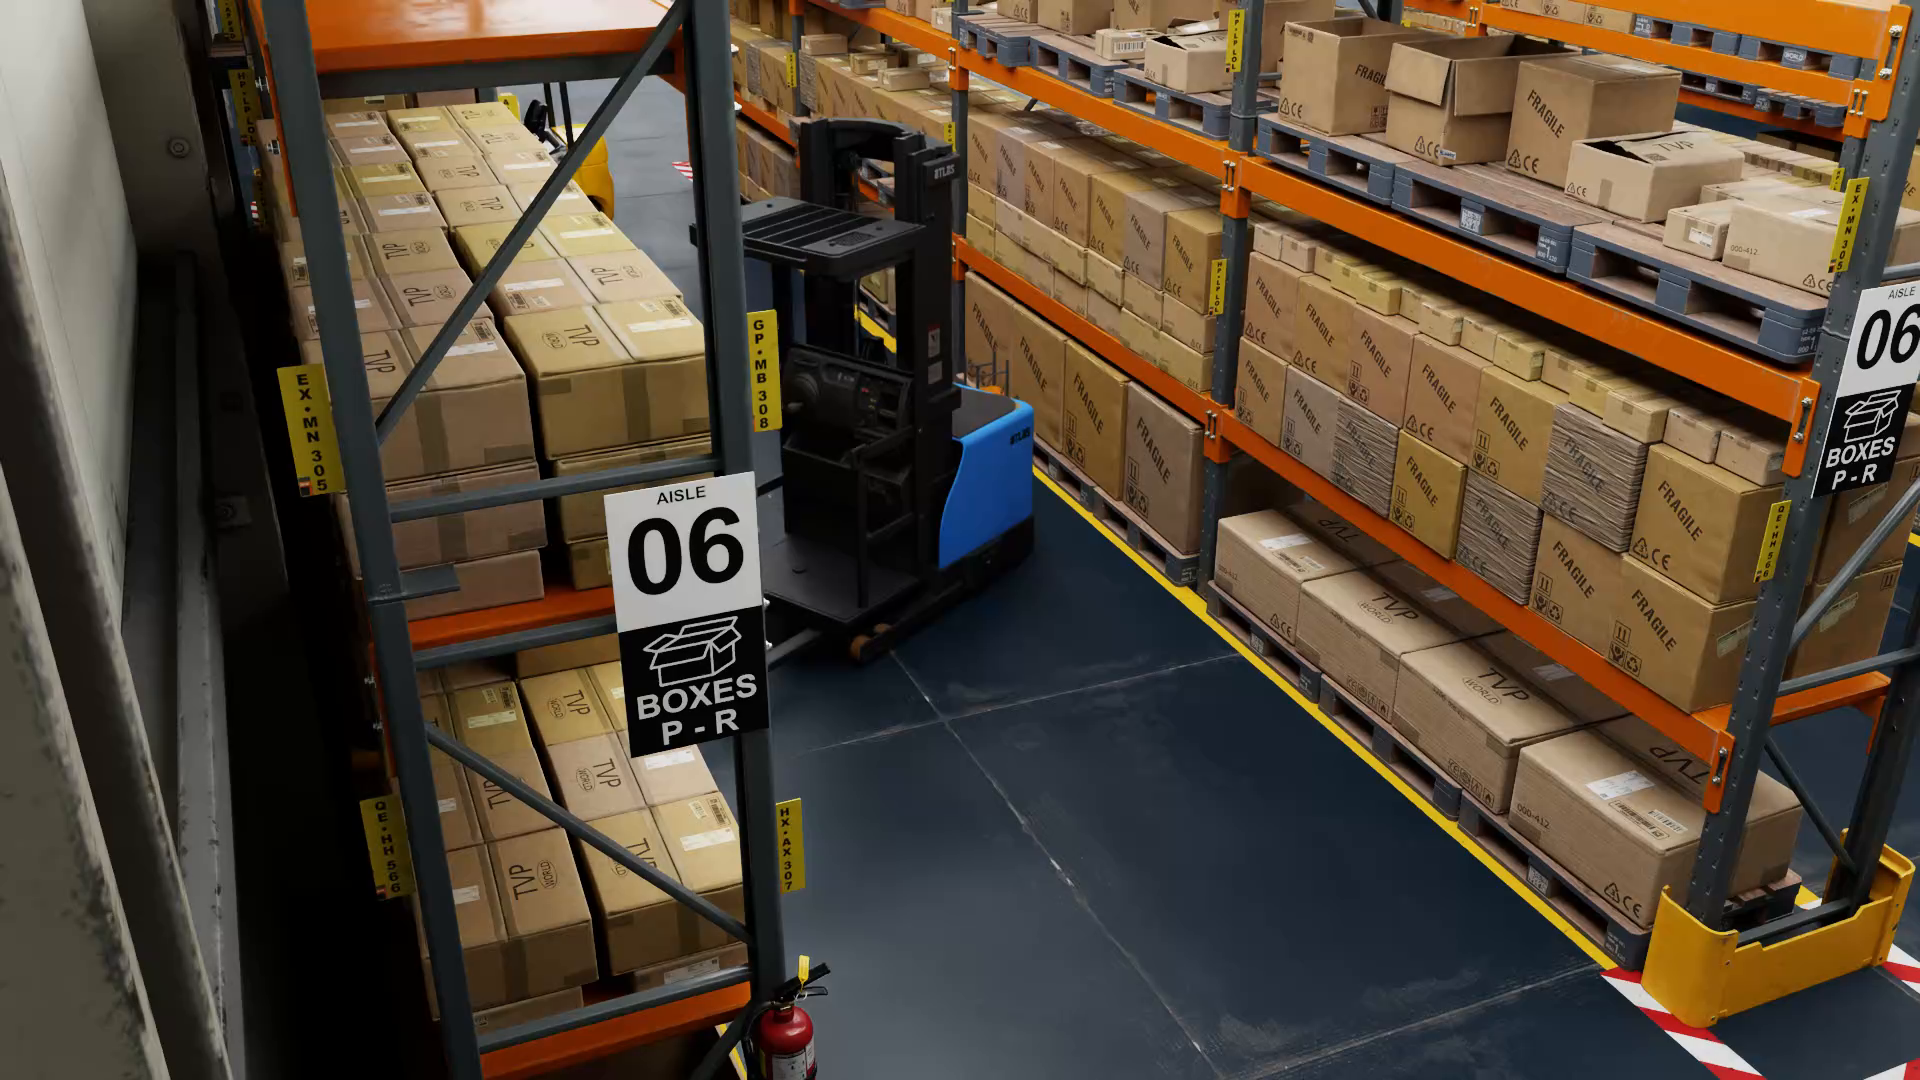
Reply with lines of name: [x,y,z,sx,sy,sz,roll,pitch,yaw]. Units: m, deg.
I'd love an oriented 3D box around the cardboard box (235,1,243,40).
cardboard box: [-4.668,-3.592,11.348,0.500,0.250,0.500,-11,28,-21]

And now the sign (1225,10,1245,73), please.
sign: [1.488,-2.694,8.981,0.100,0.325,0.005,-11,28,-21]

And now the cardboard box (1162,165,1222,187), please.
cardboard box: [1.657,-2.194,11.071,0.500,0.500,0.500,-11,28,-22]

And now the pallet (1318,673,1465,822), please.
pallet: [2.691,0.998,8.966,1.003,0.211,1.213,-11,28,-21]

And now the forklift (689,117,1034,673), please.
forklift: [-0.798,-0.833,9.614,1.130,2.935,3.031,18,31,33]

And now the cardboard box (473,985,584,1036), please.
cardboard box: [-1.392,1.425,5.199,0.380,0.149,0.250,-11,28,-21]

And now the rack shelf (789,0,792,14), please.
rack shelf: [-1.932,-6.131,17.789,1.077,0.370,4.000,-11,28,-21]

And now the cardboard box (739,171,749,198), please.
cardboard box: [-2.236,-4.068,18.819,0.500,0.250,0.500,-9,27,-17]

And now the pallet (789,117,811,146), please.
pallet: [-0.984,-3.879,15.995,1.003,0.211,1.213,-11,28,-21]

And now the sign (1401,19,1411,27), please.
sign: [2.494,-2.781,9.429,0.100,0.325,0.005,-11,28,-21]

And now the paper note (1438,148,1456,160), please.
paper note: [2.192,-1.741,7.495,0.006,0.032,0.123,-11,28,-20]

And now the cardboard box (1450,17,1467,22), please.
cardboard box: [7.055,-7.178,22.079,0.875,0.500,0.500,-11,28,-21]

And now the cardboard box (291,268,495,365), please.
cardboard box: [-1.649,-0.580,4.863,0.500,0.250,0.500,-11,28,-22]

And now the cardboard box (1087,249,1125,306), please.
cardboard box: [1.177,-1.771,11.060,0.500,0.250,0.500,-10,28,-19]

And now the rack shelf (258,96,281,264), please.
rack shelf: [-3.365,-2.047,9.425,1.077,0.370,4.000,-11,28,-21]

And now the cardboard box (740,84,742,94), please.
cardboard box: [-2.208,-4.991,18.339,0.380,0.149,0.250,-11,28,-22]

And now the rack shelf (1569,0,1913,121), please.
rack shelf: [2.767,-2.455,7.297,1.077,0.370,4.000,-11,28,-21]

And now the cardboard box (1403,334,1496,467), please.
cardboard box: [2.525,-0.712,8.036,0.500,0.500,0.500,-11,28,-21]

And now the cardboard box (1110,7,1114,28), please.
cardboard box: [1.279,-3.664,11.592,0.396,0.266,0.258,-11,28,-22]

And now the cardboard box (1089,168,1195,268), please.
cardboard box: [1.188,-2.116,10.912,0.500,0.500,0.500,-10,28,-19]

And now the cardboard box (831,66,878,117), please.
cardboard box: [-0.852,-4.024,15.140,0.500,0.500,0.500,-11,28,-21]

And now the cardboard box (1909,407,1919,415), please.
cardboard box: [6.497,-0.839,11.643,0.380,0.149,0.250,-9,27,-18]

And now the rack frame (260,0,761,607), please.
rack frame: [-1.015,-1.296,3.648,1.000,3.000,0.127,-11,28,-21]

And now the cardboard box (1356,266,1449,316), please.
cardboard box: [2.241,-1.263,8.425,0.380,0.149,0.250,-11,28,-22]

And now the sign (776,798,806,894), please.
sign: [-0.516,0.918,4.965,0.100,0.325,0.005,-11,28,-21]

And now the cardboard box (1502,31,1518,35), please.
cardboard box: [7.171,-6.438,21.304,0.380,0.149,0.250,-11,28,-21]

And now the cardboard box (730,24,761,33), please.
cardboard box: [-2.379,-5.439,18.519,0.500,0.500,0.500,-11,28,-22]

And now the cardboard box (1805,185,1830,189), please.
cardboard box: [6.162,-2.432,11.942,0.380,0.149,0.250,-9,28,-18]

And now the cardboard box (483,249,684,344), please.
cardboard box: [-1.140,-0.670,5.046,0.500,0.250,0.500,-11,28,-21]

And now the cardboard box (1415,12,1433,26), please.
cardboard box: [6.460,-7.140,22.741,0.380,0.149,0.250,-11,28,-21]

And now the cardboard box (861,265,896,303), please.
cardboard box: [-0.383,-2.525,15.520,0.950,0.372,0.625,-10,28,-19]

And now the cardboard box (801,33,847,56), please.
cardboard box: [-1.290,-4.707,15.801,0.380,0.149,0.250,-11,28,-21]

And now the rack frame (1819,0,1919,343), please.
rack frame: [3.550,-2.150,5.397,1.000,3.000,0.127,-11,28,-21]

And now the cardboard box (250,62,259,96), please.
cardboard box: [-3.886,-2.679,9.616,0.380,0.149,0.250,-11,28,-21]

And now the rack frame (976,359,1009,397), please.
rack frame: [0.214,-0.625,11.163,0.240,1.200,0.006,-12,29,-24]

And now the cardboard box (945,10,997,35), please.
cardboard box: [0.101,-4.010,12.912,0.380,0.149,0.250,-11,28,-21]

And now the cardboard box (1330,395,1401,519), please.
cardboard box: [2.309,-0.474,8.688,0.500,0.500,0.500,-10,28,-20]

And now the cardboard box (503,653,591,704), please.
cardboard box: [-1.564,0.494,6.652,0.500,0.250,0.500,-11,28,-22]

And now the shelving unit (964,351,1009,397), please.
shelving unit: [0.173,-0.661,11.237,0.258,1.200,0.189,-12,29,-24]

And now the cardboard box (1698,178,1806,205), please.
cardboard box: [3.336,-1.402,6.977,0.380,0.149,0.250,-10,28,-19]

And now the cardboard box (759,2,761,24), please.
cardboard box: [-1.829,-5.979,18.484,0.700,0.500,0.500,-11,28,-21]

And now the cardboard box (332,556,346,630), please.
cardboard box: [-3.233,0.370,9.443,0.500,0.500,0.500,-12,28,-23]

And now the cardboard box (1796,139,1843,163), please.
cardboard box: [9.246,-4.063,17.647,0.500,0.250,0.500,-9,28,-19]

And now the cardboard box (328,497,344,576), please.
cardboard box: [-2.636,-0.035,7.734,0.500,0.250,0.500,-11,28,-21]

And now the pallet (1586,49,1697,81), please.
pallet: [8.135,-5.582,19.482,1.003,0.211,1.213,-11,28,-21]

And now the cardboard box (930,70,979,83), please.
cardboard box: [-0.159,-3.898,14.884,0.500,0.500,0.500,-12,28,-23]

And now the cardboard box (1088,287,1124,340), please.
cardboard box: [1.198,-1.552,11.182,0.500,0.250,0.500,-11,28,-22]

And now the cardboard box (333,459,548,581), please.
cardboard box: [-1.440,-0.147,4.545,0.500,0.250,0.500,-11,28,-22]

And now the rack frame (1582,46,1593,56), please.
rack frame: [7.969,-6.002,20.123,1.000,3.000,0.127,-11,28,-21]

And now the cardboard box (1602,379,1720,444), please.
cardboard box: [2.926,-0.539,6.942,0.380,0.149,0.250,-11,28,-21]

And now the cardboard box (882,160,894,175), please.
cardboard box: [-0.451,-3.253,14.302,0.380,0.149,0.250,-10,28,-20]

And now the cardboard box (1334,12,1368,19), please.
cardboard box: [3.967,-5.074,16.969,0.700,0.500,0.500,-10,28,-20]

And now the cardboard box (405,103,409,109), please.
cardboard box: [-2.735,-2.284,8.785,0.380,0.149,0.250,-11,28,-21]

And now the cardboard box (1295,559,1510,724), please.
cardboard box: [2.482,0.527,9.194,0.875,0.438,0.875,-11,28,-22]

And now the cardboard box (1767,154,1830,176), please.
cardboard box: [6.460,-2.858,12.815,0.380,0.149,0.250,-11,28,-21]

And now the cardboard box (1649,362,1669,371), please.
cardboard box: [3.231,-0.849,7.578,0.380,0.149,0.250,-10,28,-20]
